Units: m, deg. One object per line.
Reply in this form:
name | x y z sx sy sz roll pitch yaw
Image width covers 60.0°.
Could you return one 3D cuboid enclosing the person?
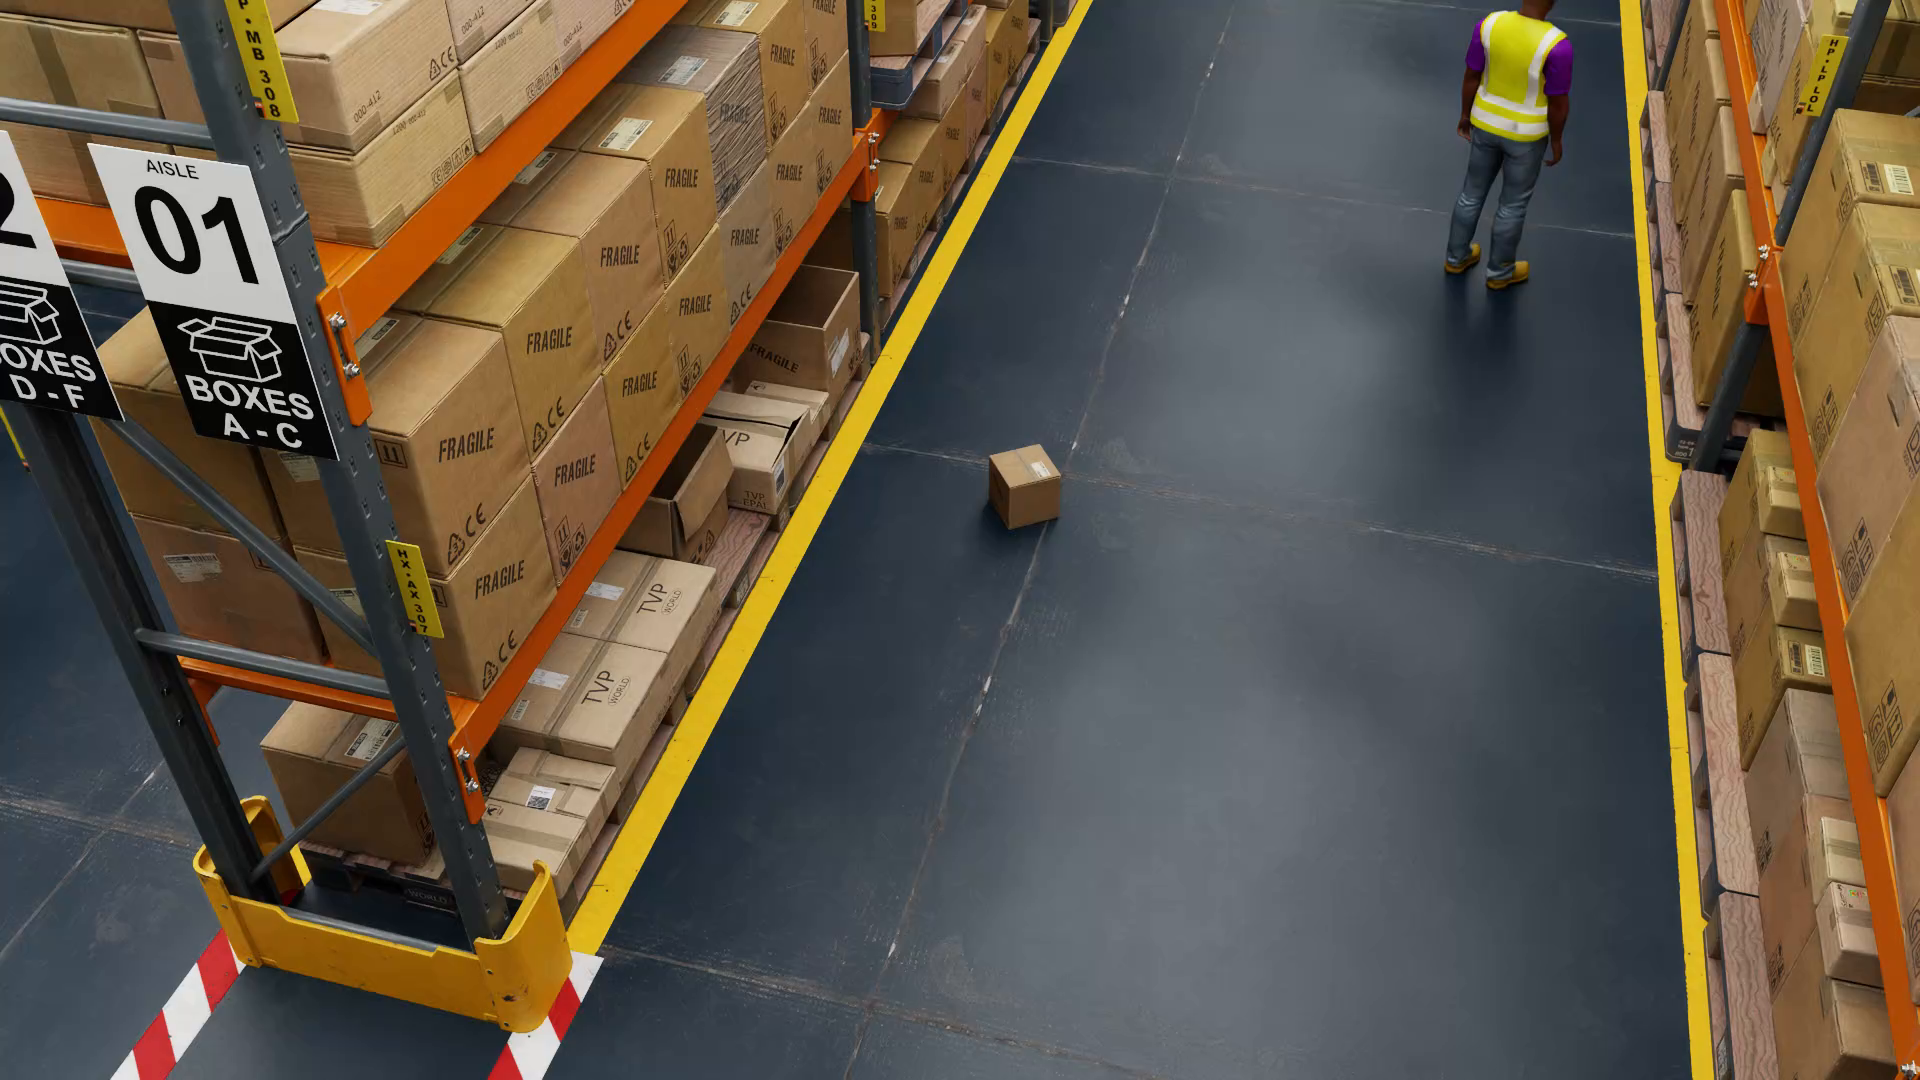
person | 2.868 -2.145 8.612 0.570 1.770 0.407 33 51 32
